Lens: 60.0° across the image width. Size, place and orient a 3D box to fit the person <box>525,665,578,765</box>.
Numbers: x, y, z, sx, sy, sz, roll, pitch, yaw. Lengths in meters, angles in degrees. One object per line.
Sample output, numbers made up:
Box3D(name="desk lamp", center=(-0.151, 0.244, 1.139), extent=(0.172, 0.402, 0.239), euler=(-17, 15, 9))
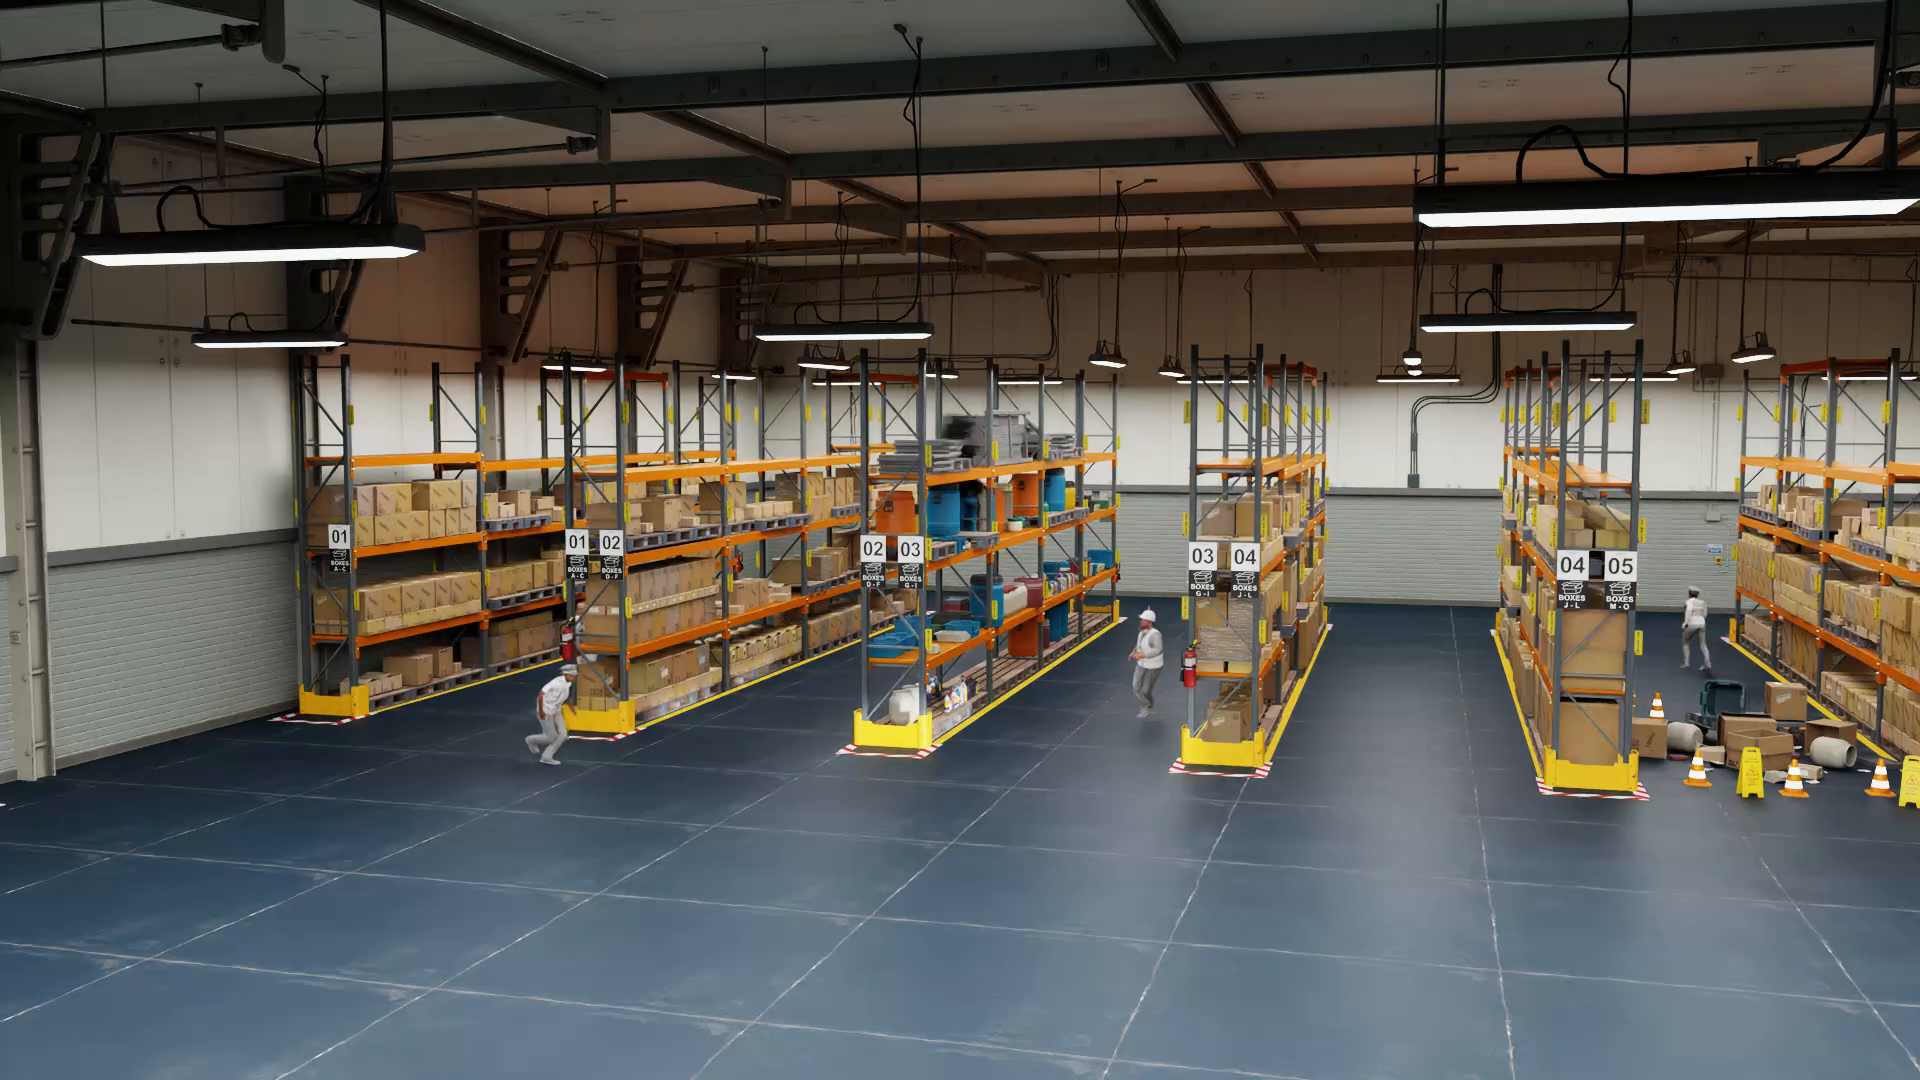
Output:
Box3D(name="person", center=(-5.856, 2.500, 23.782), extent=(0.883, 1.472, 0.588), euler=(2, 5, 22))

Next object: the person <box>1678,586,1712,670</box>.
Box3D(name="person", center=(14.385, 1.745, 32.489), extent=(0.597, 1.659, 0.942), euler=(0, 4, -3))

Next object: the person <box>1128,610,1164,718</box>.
Box3D(name="person", center=(2.959, 1.941, 26.114), extent=(0.583, 1.717, 0.755), euler=(-4, 6, -42))

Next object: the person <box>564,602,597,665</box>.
Box3D(name="person", center=(-6.586, 1.942, 29.173), extent=(0.690, 1.749, 1.009), euler=(0, 4, 2))
